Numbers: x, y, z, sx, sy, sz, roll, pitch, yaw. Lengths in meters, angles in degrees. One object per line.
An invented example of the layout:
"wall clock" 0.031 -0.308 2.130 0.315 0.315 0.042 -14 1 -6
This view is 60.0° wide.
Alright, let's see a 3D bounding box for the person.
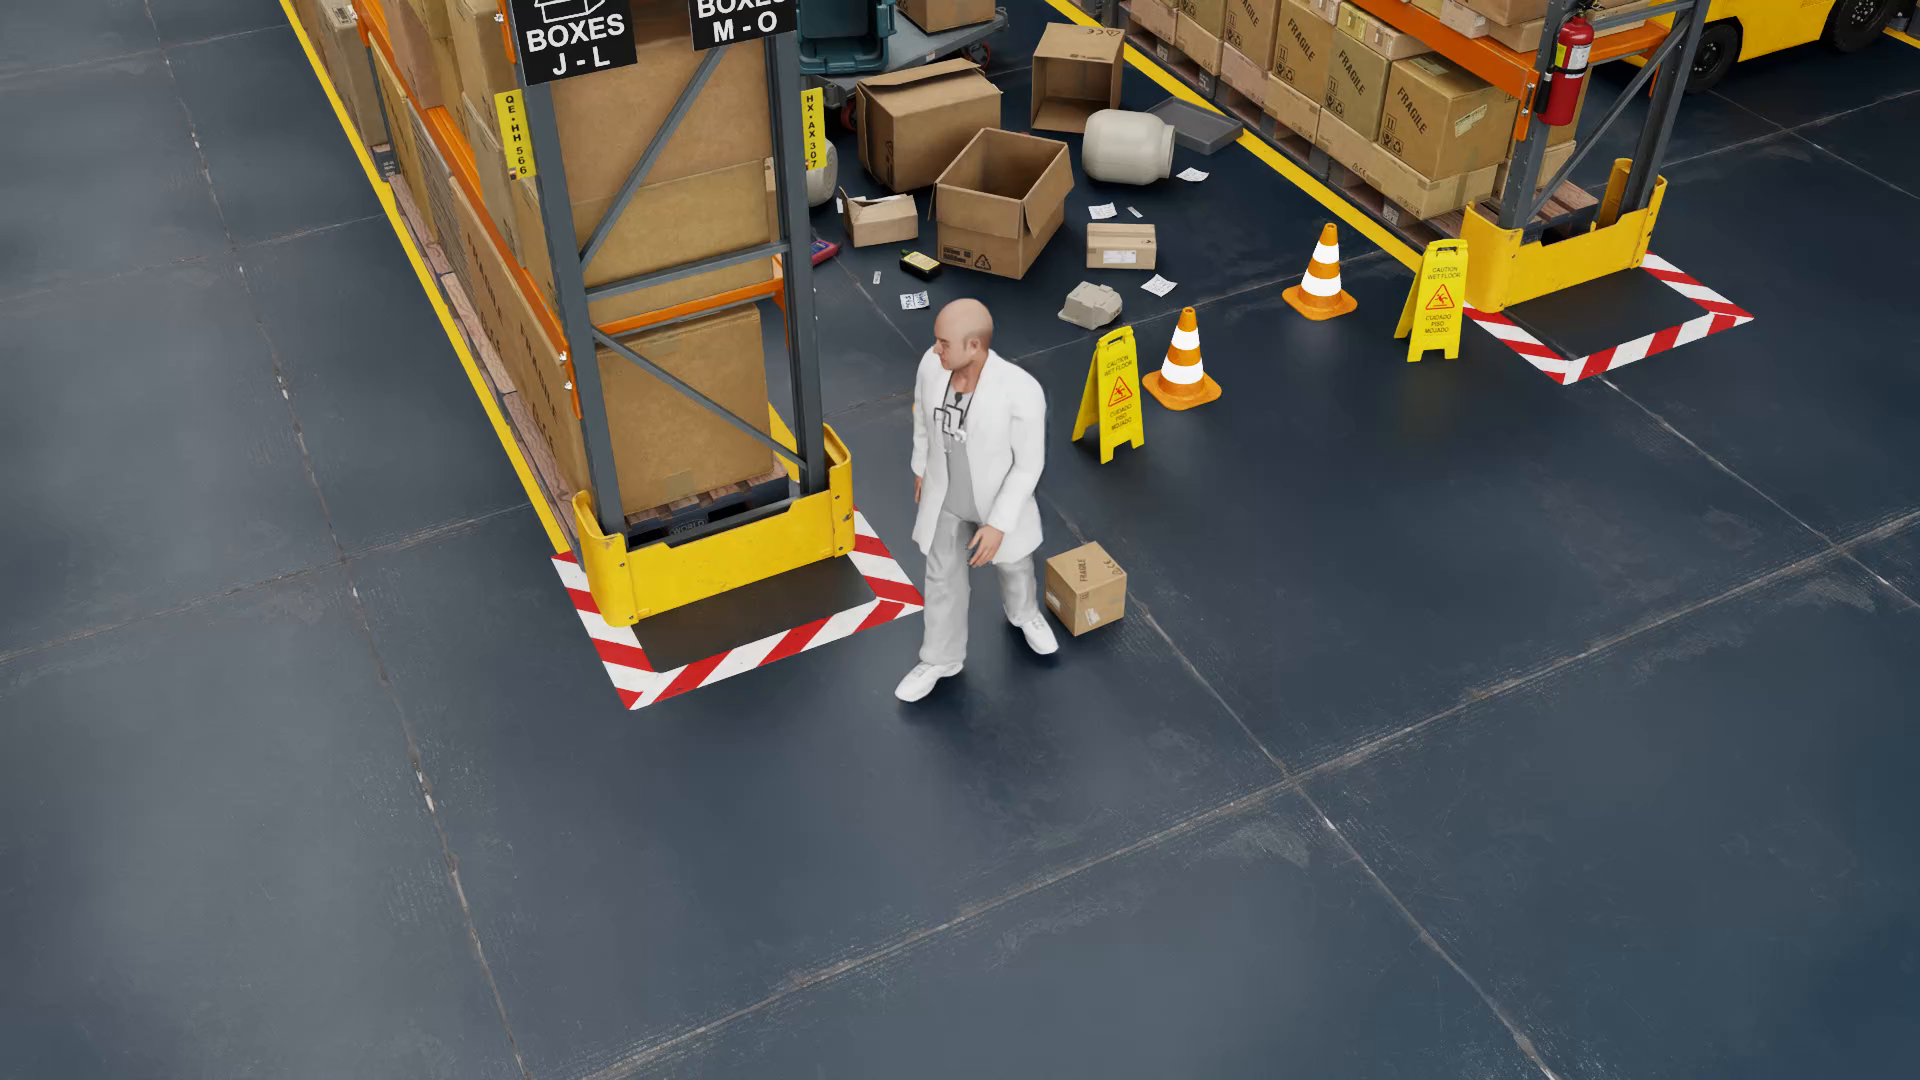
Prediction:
"person" 0.057 -0.169 6.351 0.611 1.769 0.766 18 44 20
